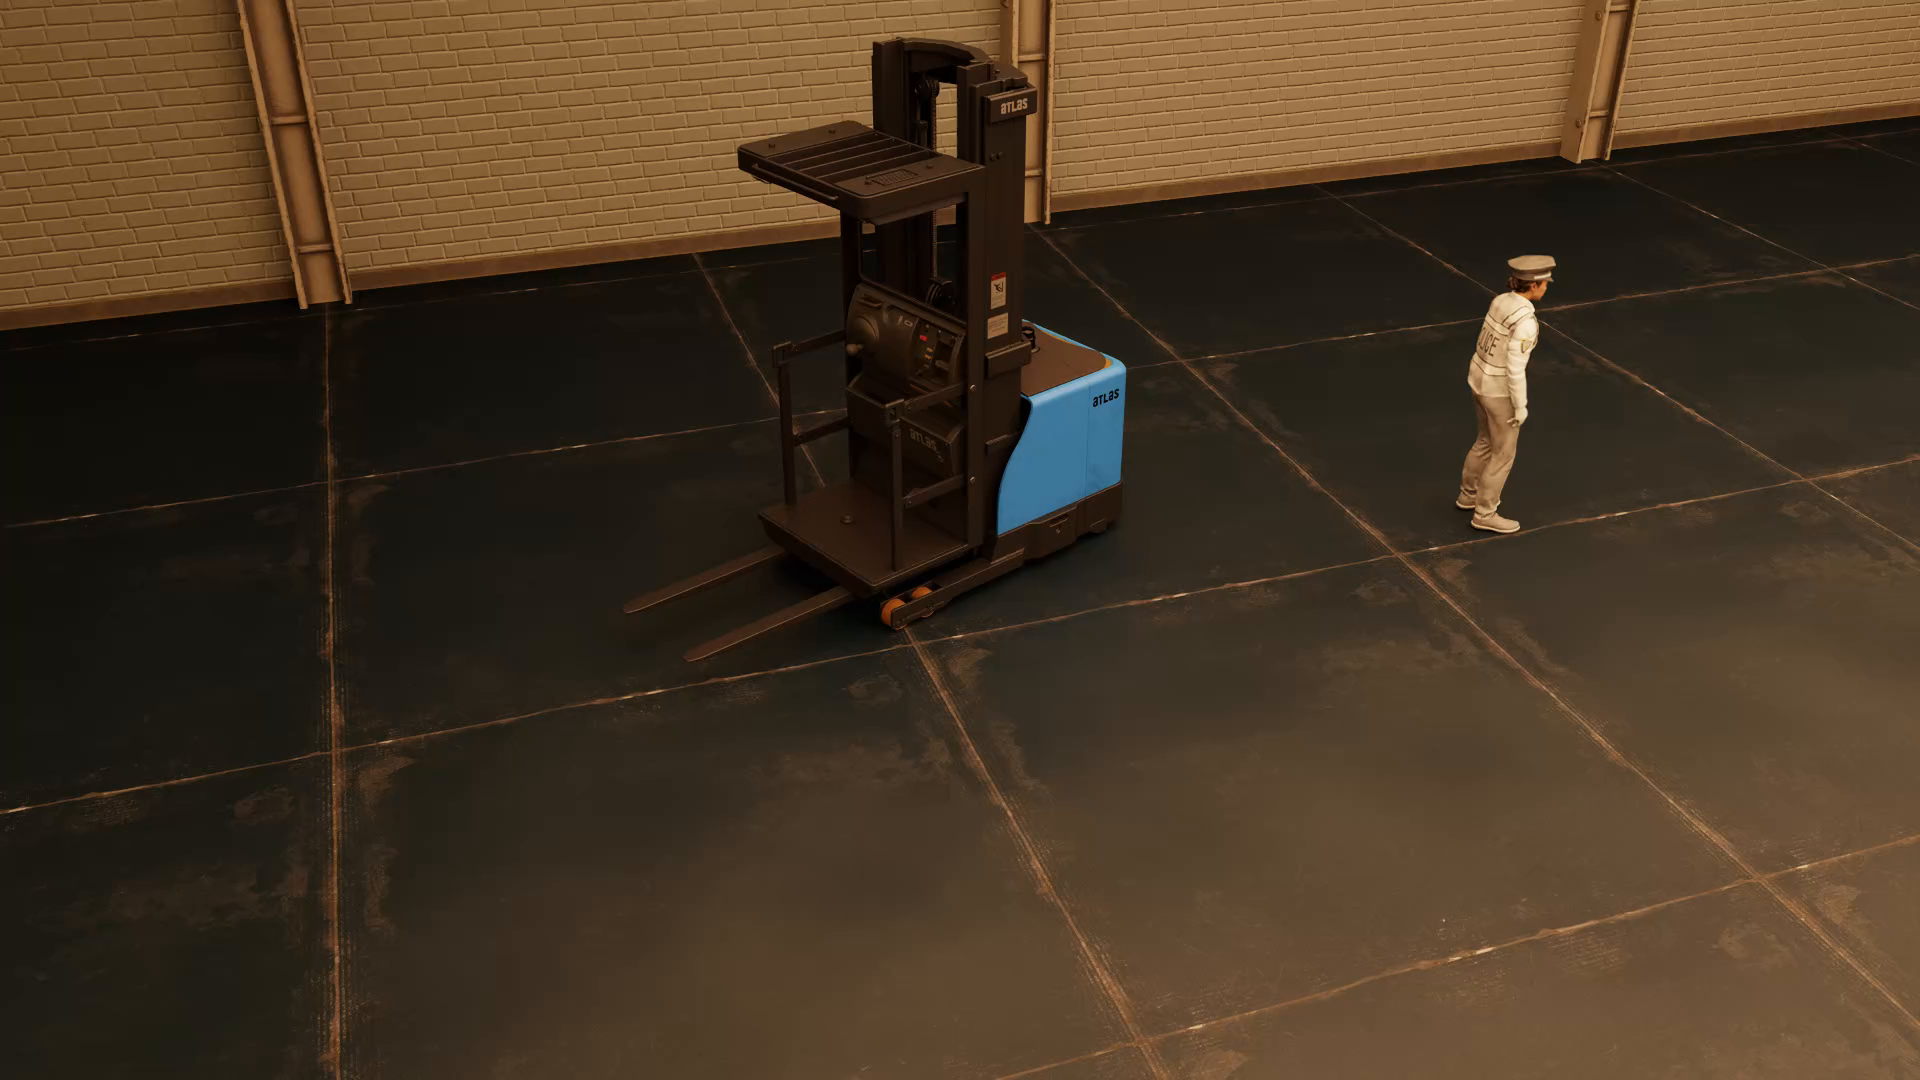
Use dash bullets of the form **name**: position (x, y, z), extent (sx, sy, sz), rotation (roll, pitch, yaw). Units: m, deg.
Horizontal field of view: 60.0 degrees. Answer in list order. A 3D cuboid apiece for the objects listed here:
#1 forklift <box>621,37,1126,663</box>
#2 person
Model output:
- **forklift**: position (-0.461, -1.072, 8.951), extent (3.031, 2.935, 1.130), rotation (-23, 37, -34)
- **person**: position (3.224, -0.880, 9.889), extent (0.375, 1.664, 0.529), rotation (-2, 30, -4)
